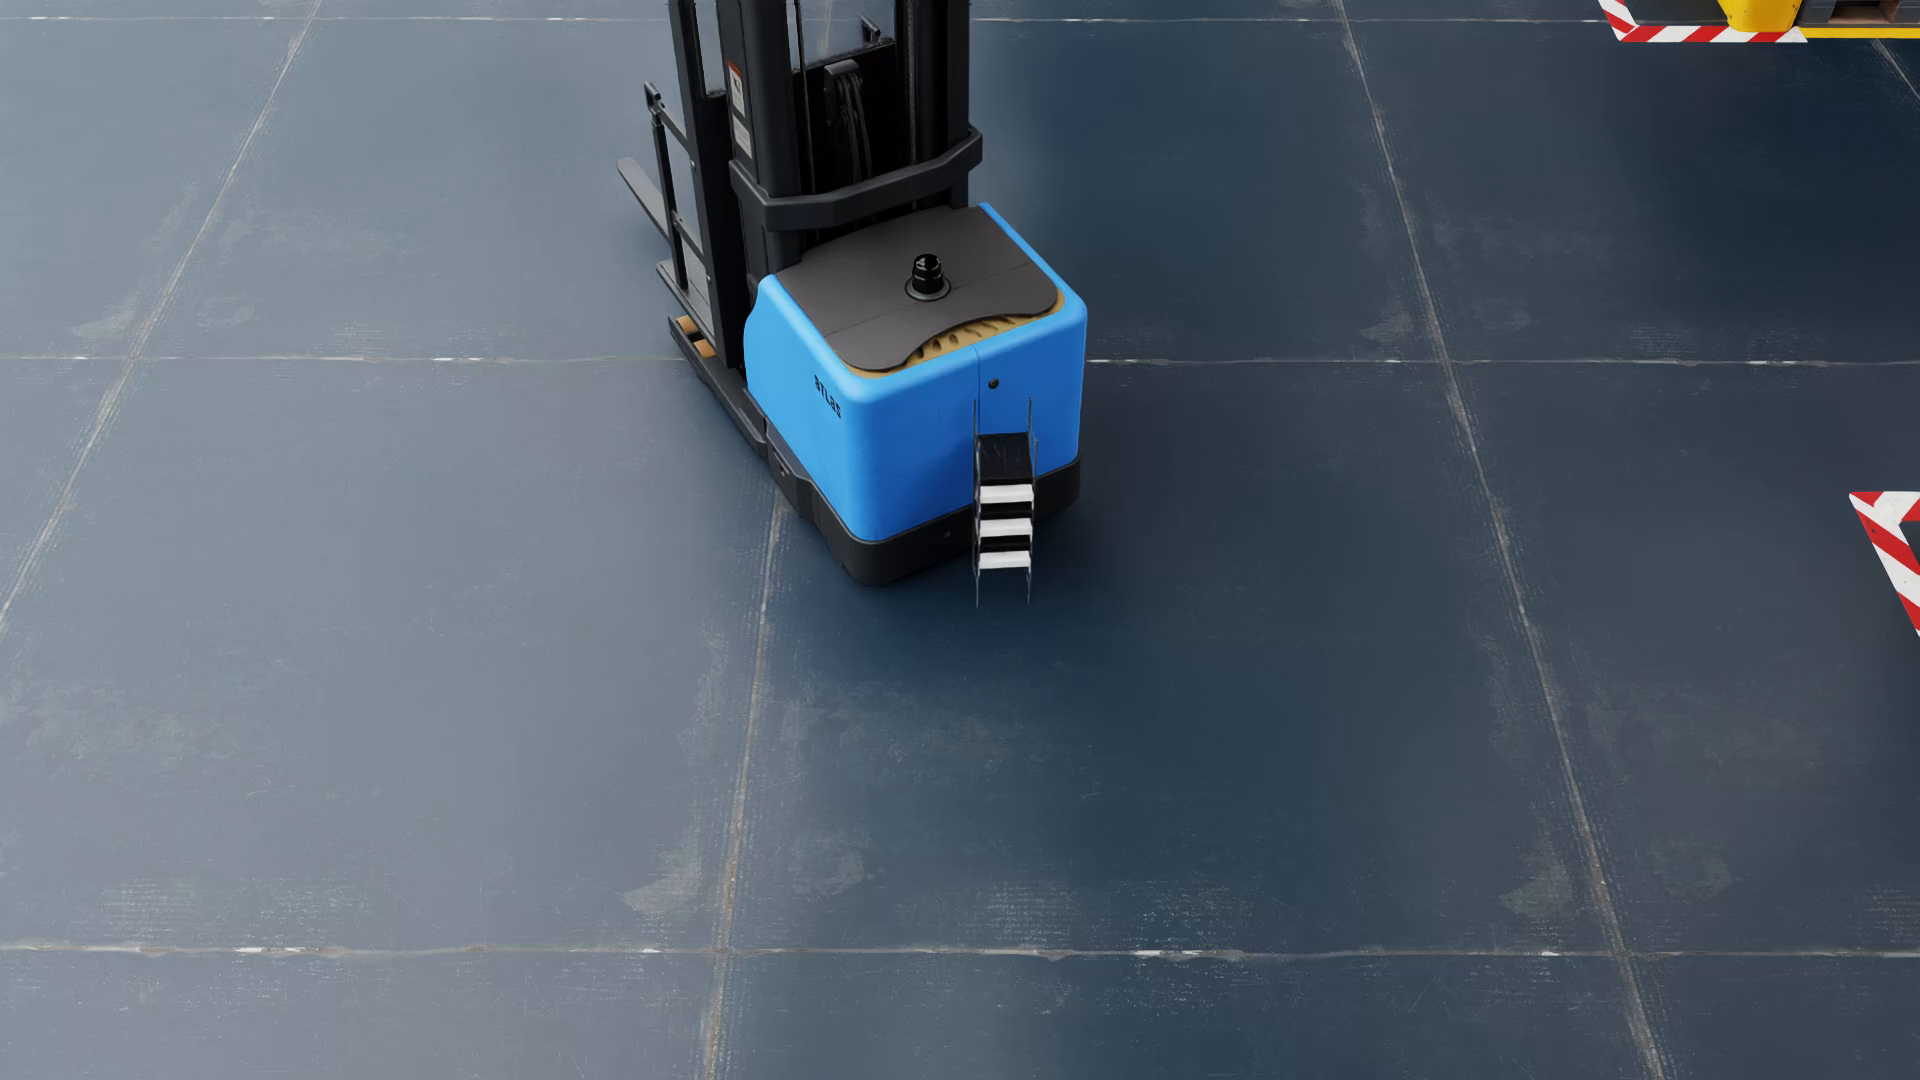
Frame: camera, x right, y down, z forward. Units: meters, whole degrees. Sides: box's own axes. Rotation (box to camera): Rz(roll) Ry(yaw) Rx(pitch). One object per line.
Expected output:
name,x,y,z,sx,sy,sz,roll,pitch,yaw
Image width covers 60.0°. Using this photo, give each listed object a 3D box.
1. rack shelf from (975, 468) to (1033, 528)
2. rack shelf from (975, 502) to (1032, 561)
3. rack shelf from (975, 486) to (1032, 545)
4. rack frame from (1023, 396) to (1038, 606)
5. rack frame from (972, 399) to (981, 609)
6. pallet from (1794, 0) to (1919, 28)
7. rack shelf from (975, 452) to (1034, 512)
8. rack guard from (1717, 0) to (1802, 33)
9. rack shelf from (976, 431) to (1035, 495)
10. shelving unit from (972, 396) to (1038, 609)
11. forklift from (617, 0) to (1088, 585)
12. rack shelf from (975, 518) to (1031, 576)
rack shelf,0.164,-0.165,6.292,0.200,0.077,0.258,-3,47,-3
rack shelf,0.164,-0.043,6.424,0.200,0.077,0.258,-3,47,-3
rack shelf,0.164,-0.104,6.358,0.200,0.077,0.258,-3,47,-3
rack frame,0.265,-0.132,6.339,0.006,0.900,0.240,-3,47,-3
rack frame,0.062,-0.121,6.329,0.006,0.900,0.240,-3,47,-3
pallet,5.429,-3.385,9.838,1.213,0.211,1.003,0,47,0
rack shelf,0.164,-0.227,6.226,0.200,0.077,0.258,-3,47,-3
rack guard,4.617,-3.512,9.758,0.348,0.500,1.175,0,47,0
rack shelf,0.164,-0.288,6.161,0.200,0.077,0.258,-3,47,-3
shelving unit,0.164,-0.127,6.334,0.210,0.900,0.258,-3,47,-3
forklift,-0.672,-1.895,6.592,1.130,2.935,3.031,-23,51,-20
rack shelf,0.164,0.019,6.490,0.200,0.077,0.258,-3,47,-3
